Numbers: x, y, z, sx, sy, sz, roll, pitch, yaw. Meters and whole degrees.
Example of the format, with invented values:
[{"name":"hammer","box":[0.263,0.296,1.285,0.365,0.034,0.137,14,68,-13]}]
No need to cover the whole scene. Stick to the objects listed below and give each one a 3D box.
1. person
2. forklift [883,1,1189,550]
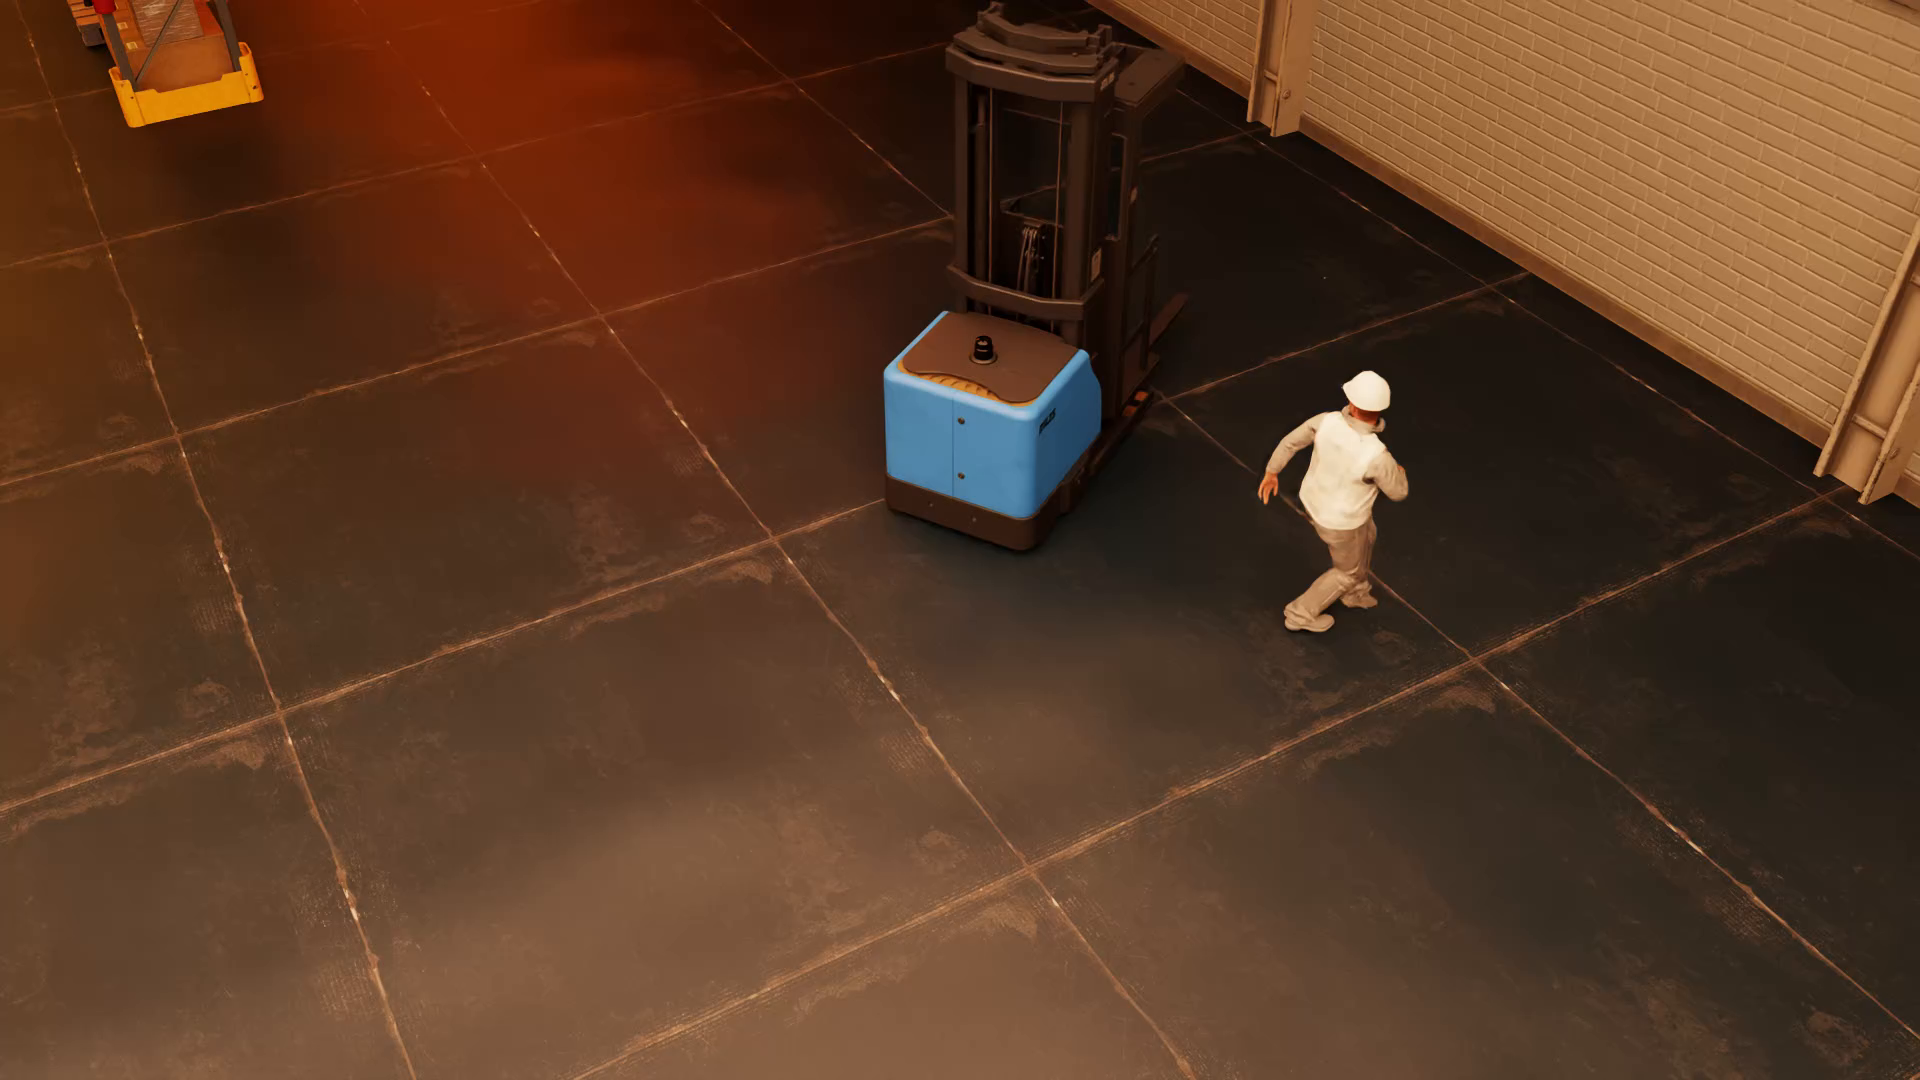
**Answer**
[{"name":"person","box":[2.126,-0.175,9.255,0.827,1.770,0.592,-11,41,-13]},{"name":"forklift","box":[0.666,-1.996,10.442,1.130,2.935,3.031,19,43,21]}]
